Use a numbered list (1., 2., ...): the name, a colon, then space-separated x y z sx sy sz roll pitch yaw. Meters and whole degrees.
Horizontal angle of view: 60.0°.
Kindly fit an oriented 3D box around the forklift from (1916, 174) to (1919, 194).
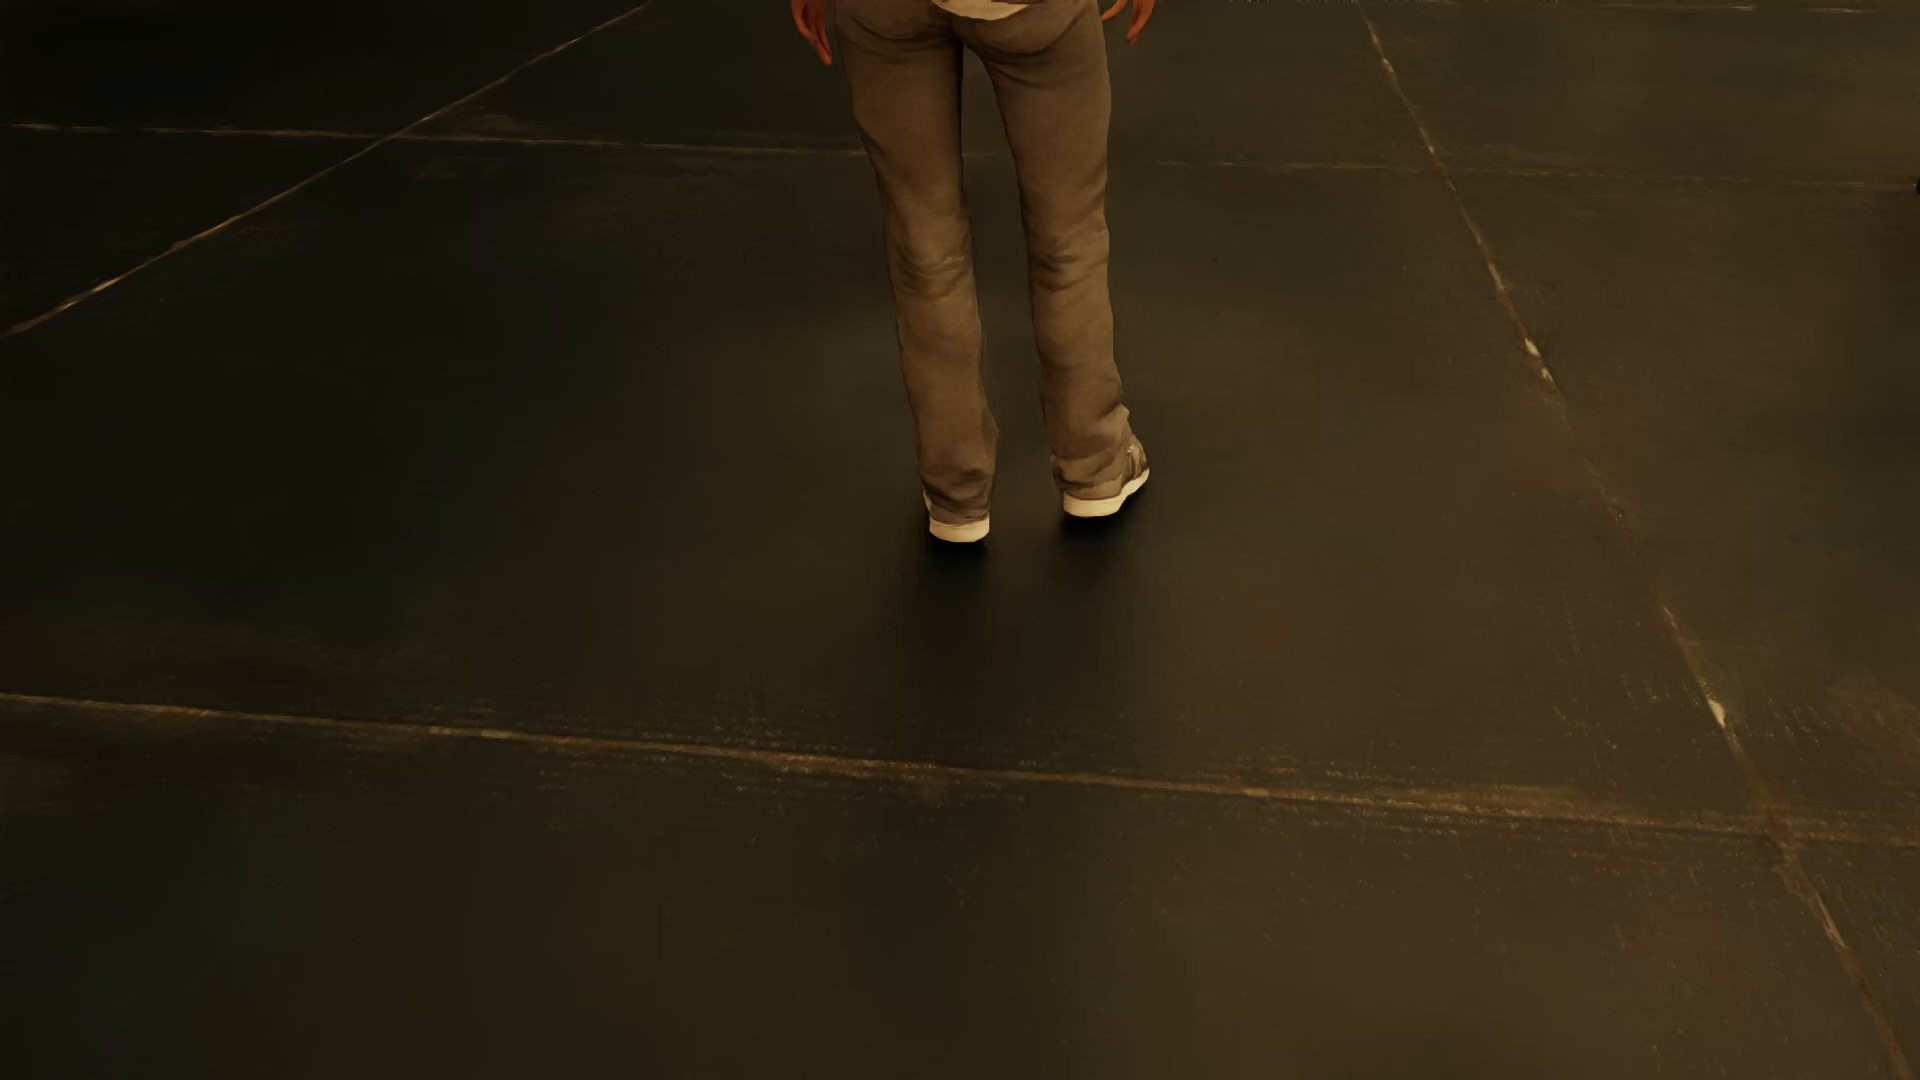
1. forklift: 3.850 -2.221 3.669 3.031 2.935 1.130 -14 30 -26

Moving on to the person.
1. person: 0.023 -0.753 2.204 0.521 1.597 0.474 3 27 7
